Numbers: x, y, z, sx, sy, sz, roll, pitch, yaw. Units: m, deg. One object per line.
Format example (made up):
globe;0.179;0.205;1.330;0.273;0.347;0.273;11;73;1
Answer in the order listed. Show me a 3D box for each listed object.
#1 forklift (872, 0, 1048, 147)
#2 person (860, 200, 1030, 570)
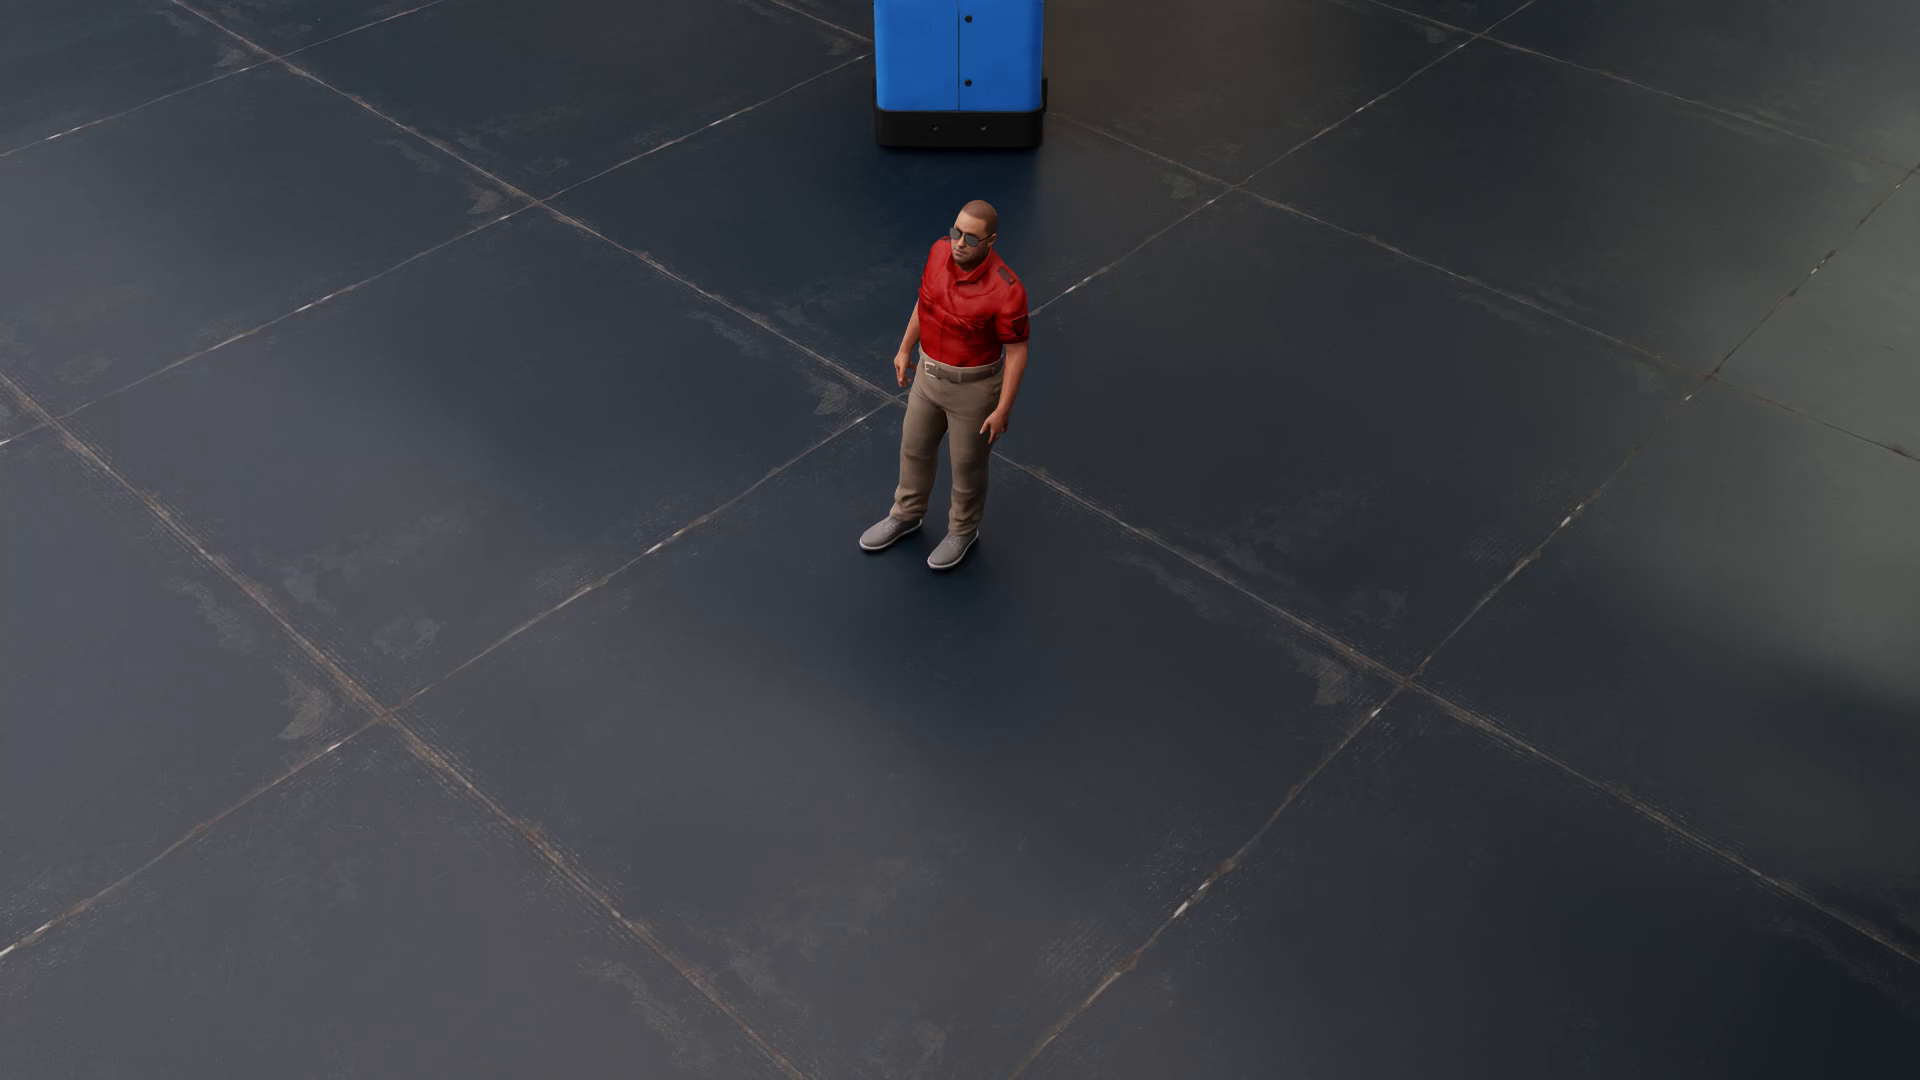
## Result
forklift;0.012;-4.513;10.689;1.130;2.935;3.031;0;41;1
person;-0.070;-0.624;7.068;0.640;1.727;0.551;31;49;31
